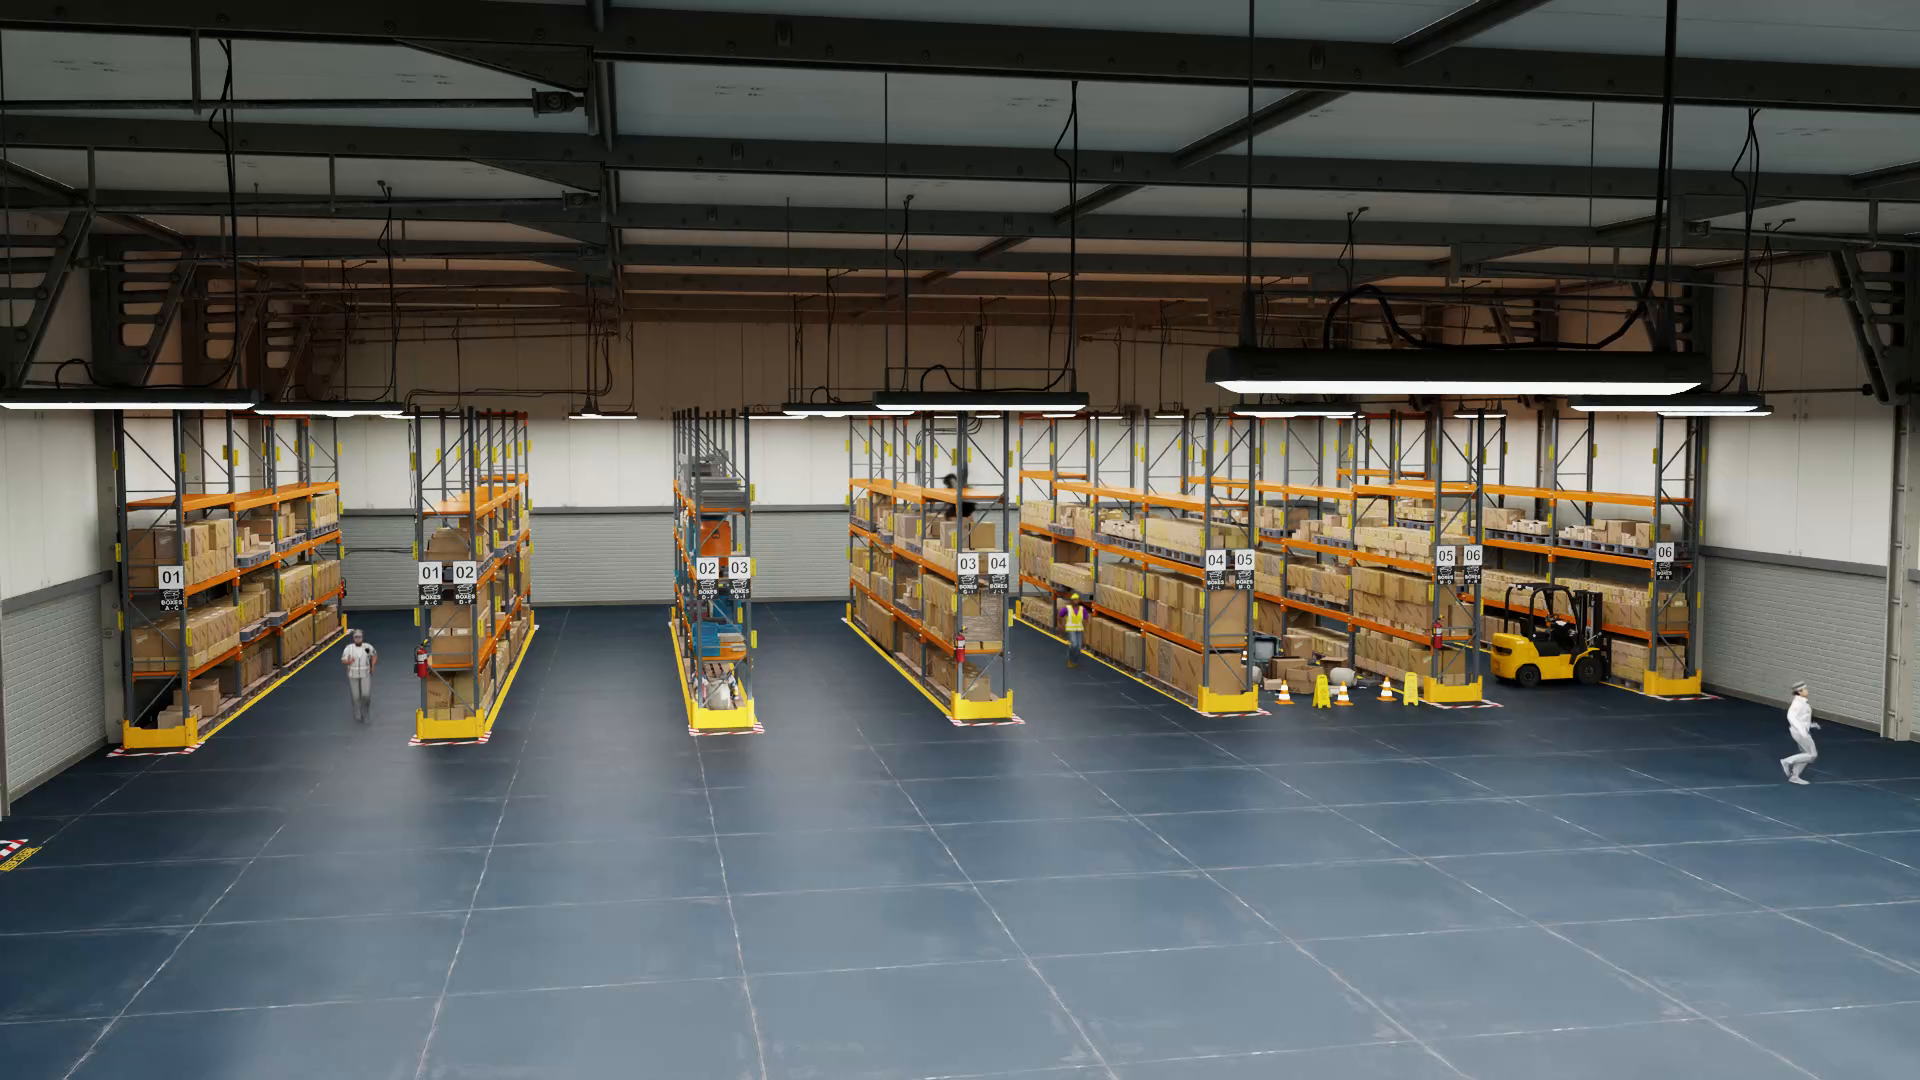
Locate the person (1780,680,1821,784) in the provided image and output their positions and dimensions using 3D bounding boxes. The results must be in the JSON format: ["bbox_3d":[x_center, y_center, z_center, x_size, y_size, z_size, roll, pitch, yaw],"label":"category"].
[{"bbox_3d":[13.284,3.035,26.265,0.548,1.654,0.614,2,5,28],"label":"person"}]

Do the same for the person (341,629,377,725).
[{"bbox_3d":[-11.383,2.610,31.534,0.640,1.835,0.726,-1,4,-19],"label":"person"}]

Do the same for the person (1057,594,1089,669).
[{"bbox_3d":[2.662,2.110,38.408,0.686,1.739,0.667,-1,4,-15],"label":"person"}]

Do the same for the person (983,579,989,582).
[{"bbox_3d":[0.559,1.476,47.933,0.702,1.696,0.645,0,4,0],"label":"person"}]
